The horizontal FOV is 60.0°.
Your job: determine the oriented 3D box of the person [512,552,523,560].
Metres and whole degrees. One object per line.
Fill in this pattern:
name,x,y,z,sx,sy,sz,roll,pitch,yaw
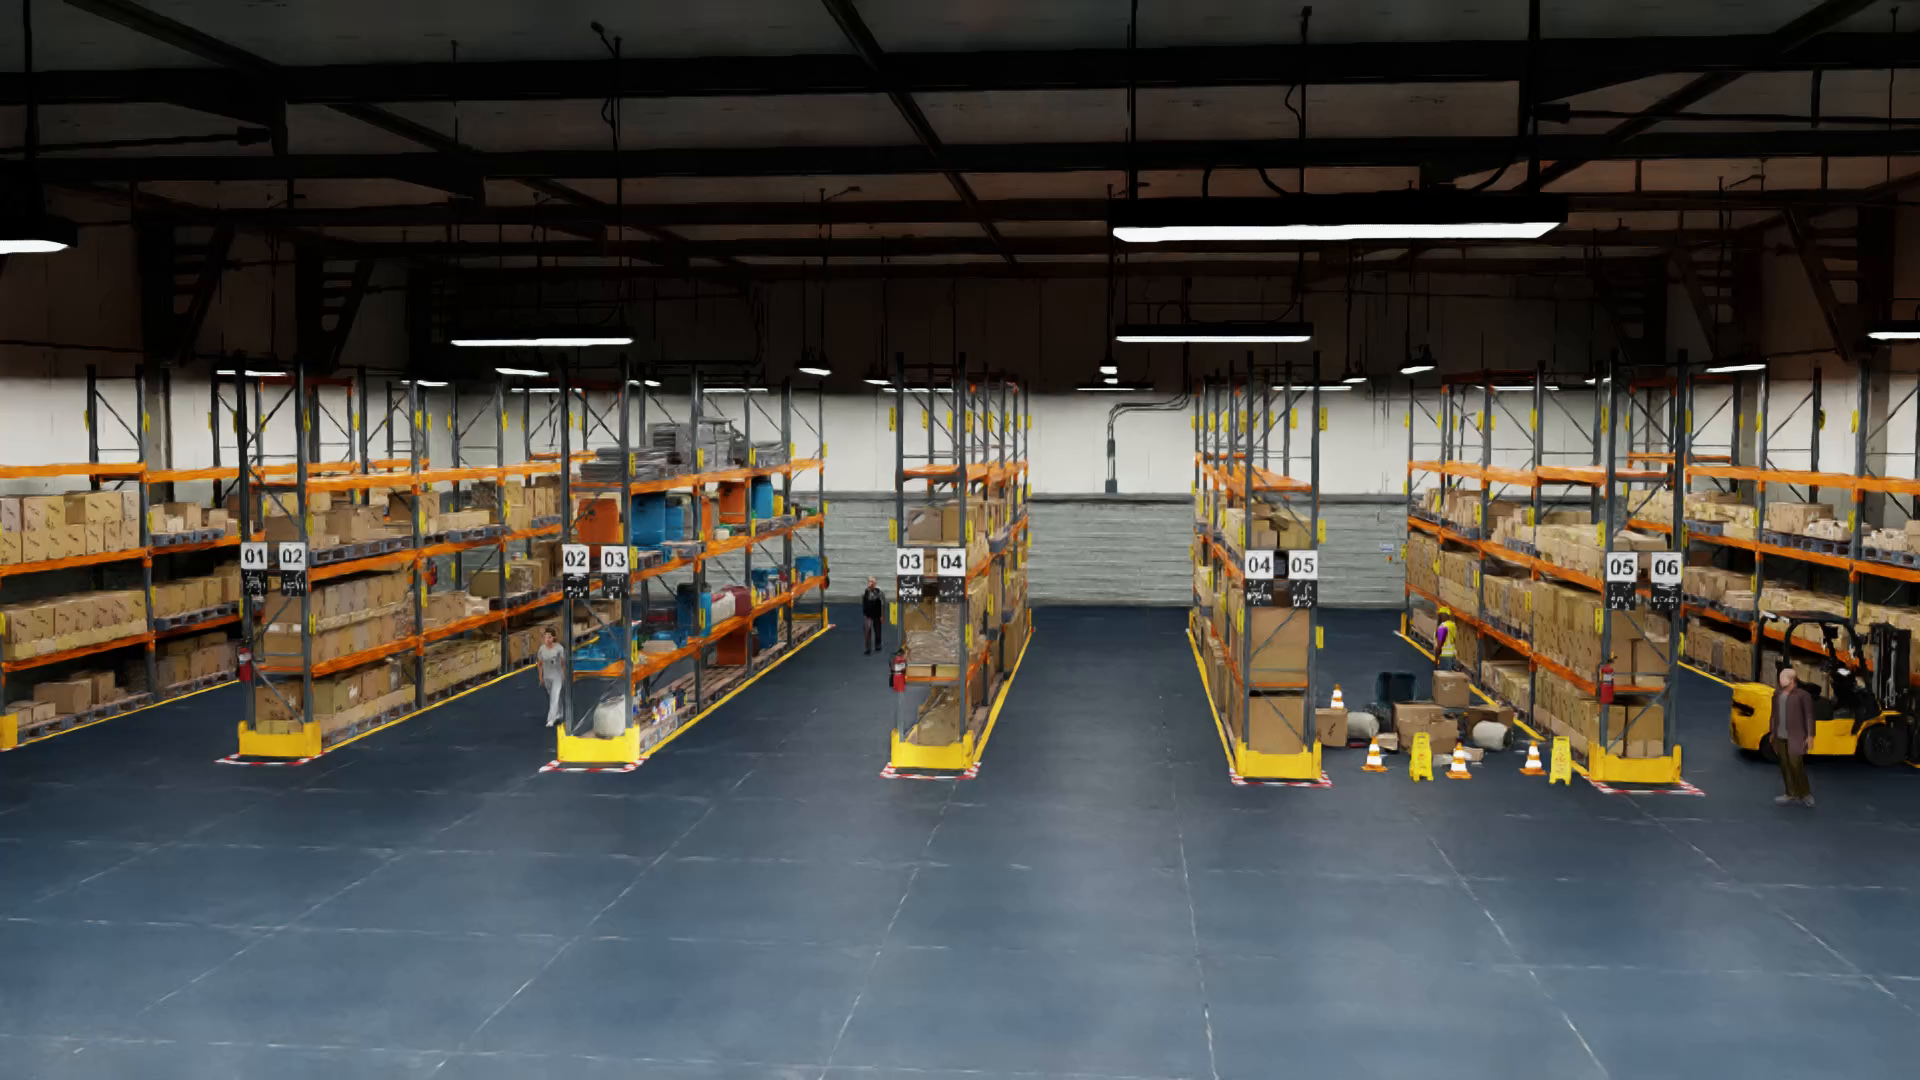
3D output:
person,-11.393,1.124,42.877,0.560,1.651,0.733,4,5,41

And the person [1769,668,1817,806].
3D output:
person,10.870,2.563,21.698,0.457,1.773,0.679,-2,5,-27

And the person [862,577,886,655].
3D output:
person,-1.856,1.622,35.844,0.555,1.673,1.029,0,4,5

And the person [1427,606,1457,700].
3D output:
person,8.475,2.031,29.209,0.591,1.763,0.685,2,5,31

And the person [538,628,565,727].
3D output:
person,-6.753,2.240,27.459,0.446,1.590,1.110,1,4,8
